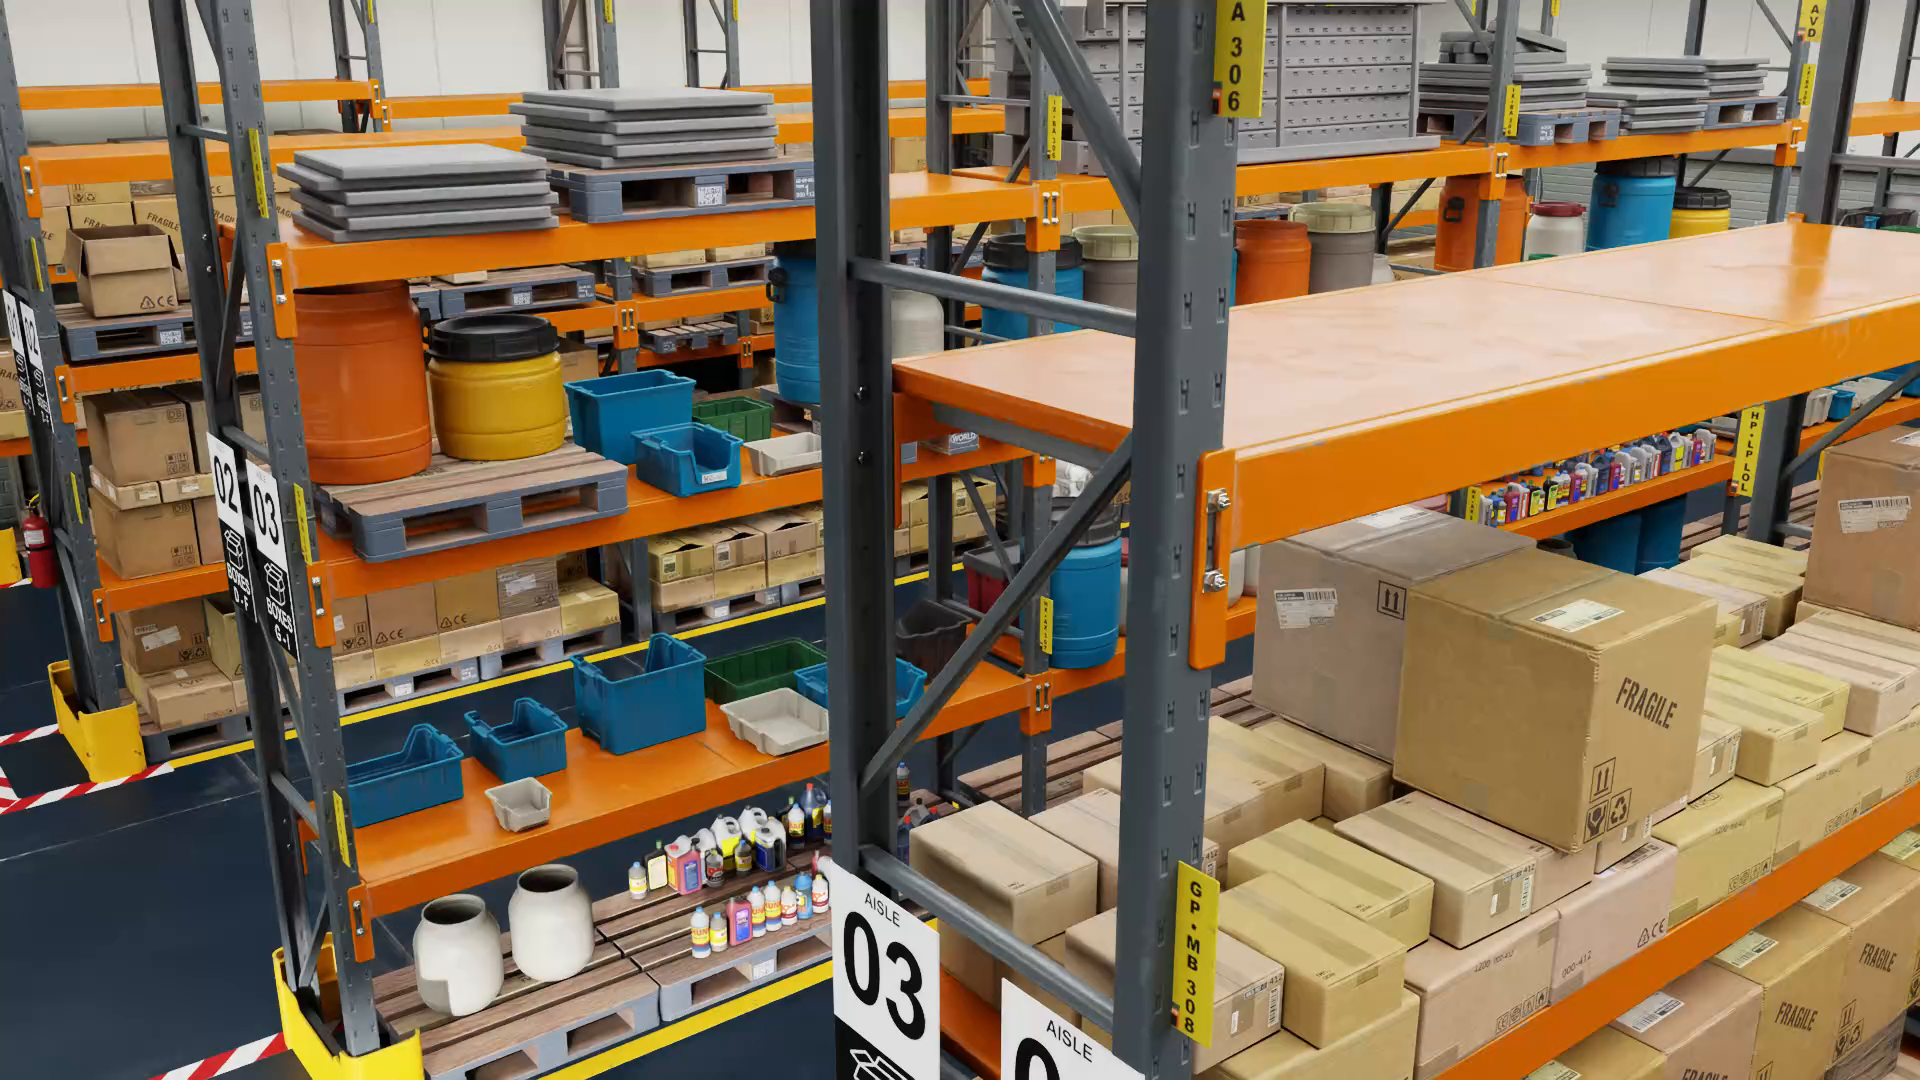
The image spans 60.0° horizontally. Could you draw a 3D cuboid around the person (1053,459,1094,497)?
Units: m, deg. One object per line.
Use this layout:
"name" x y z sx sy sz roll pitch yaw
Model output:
"person" 0.988 -0.155 14.083 0.683 1.663 0.518 -8 19 -23
